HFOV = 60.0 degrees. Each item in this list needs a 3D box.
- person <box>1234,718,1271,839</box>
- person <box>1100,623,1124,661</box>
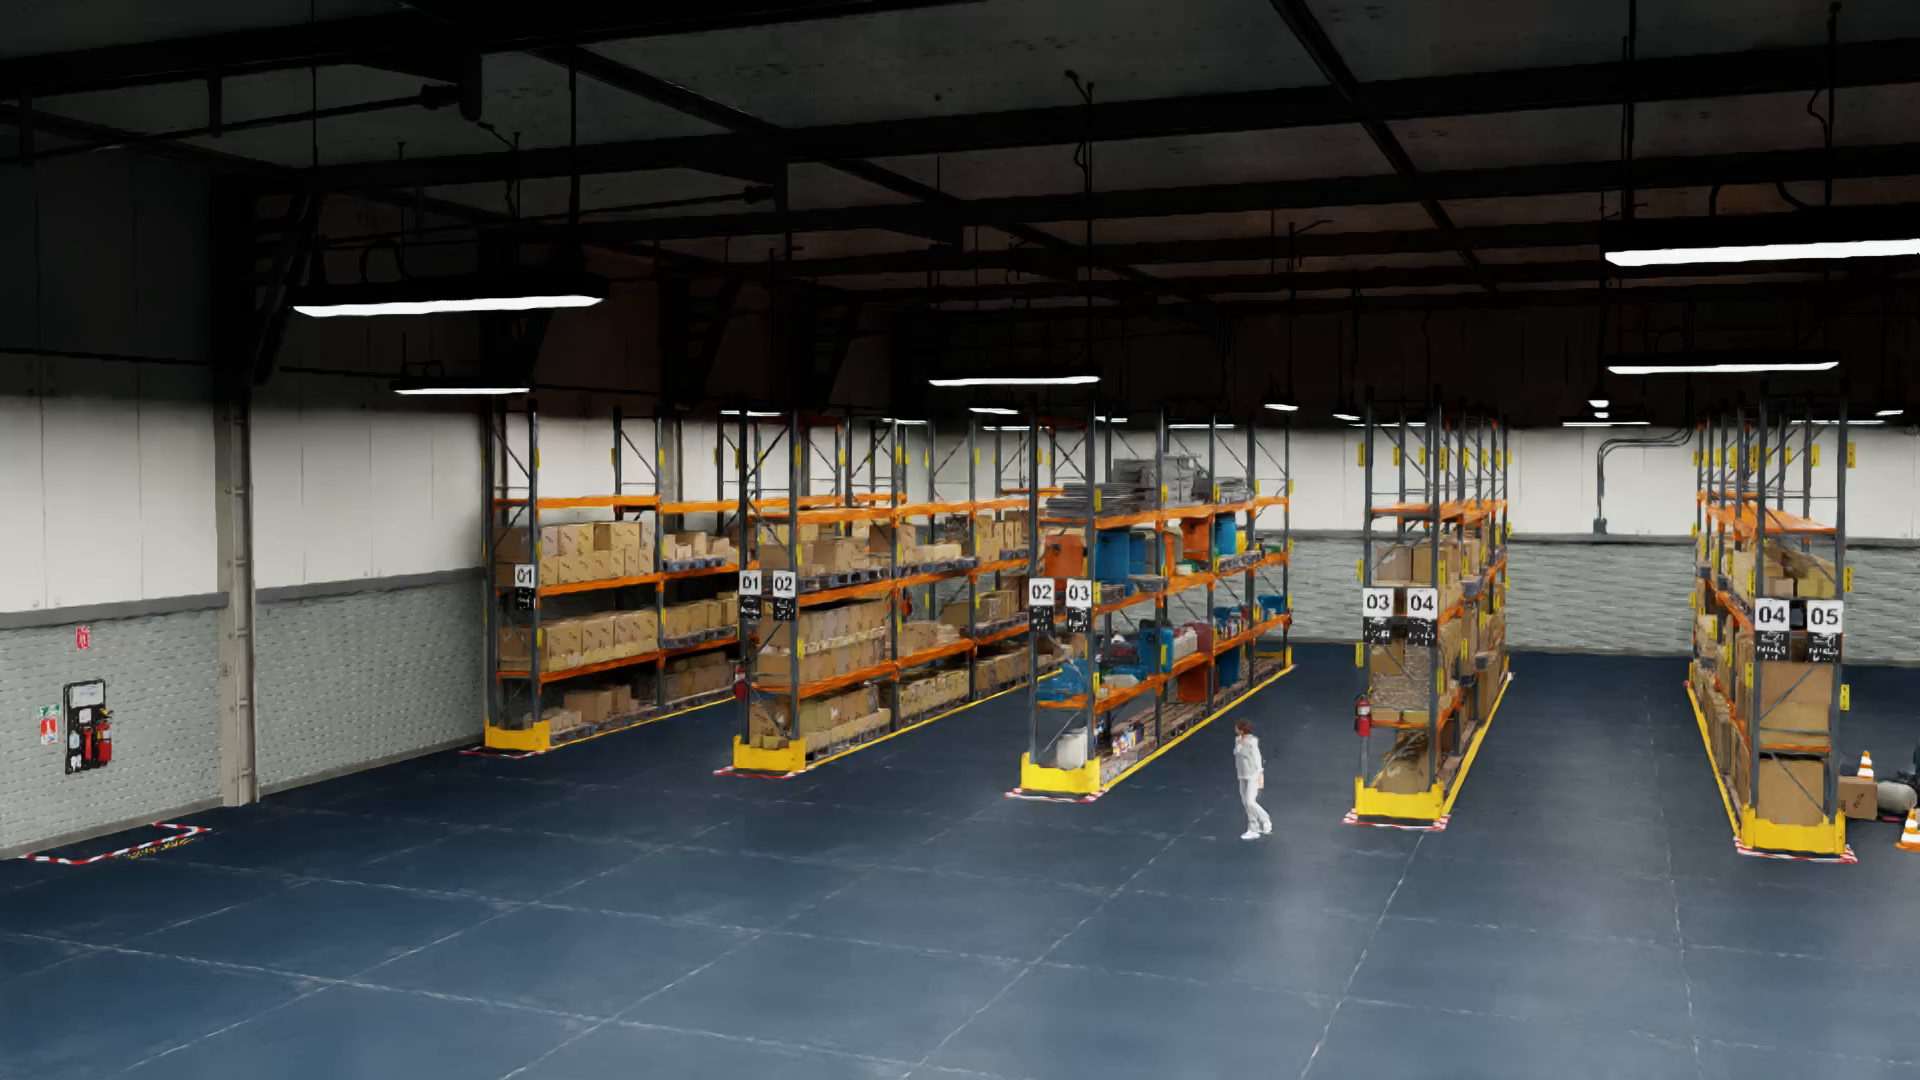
[{"bbox_3d":[3.850,3.127,21.873,0.476,1.589,0.471,-2,3,-29],"label":"person"},{"bbox_3d":[3.160,2.503,34.313,0.559,1.629,0.526,1,3,19],"label":"person"}]
